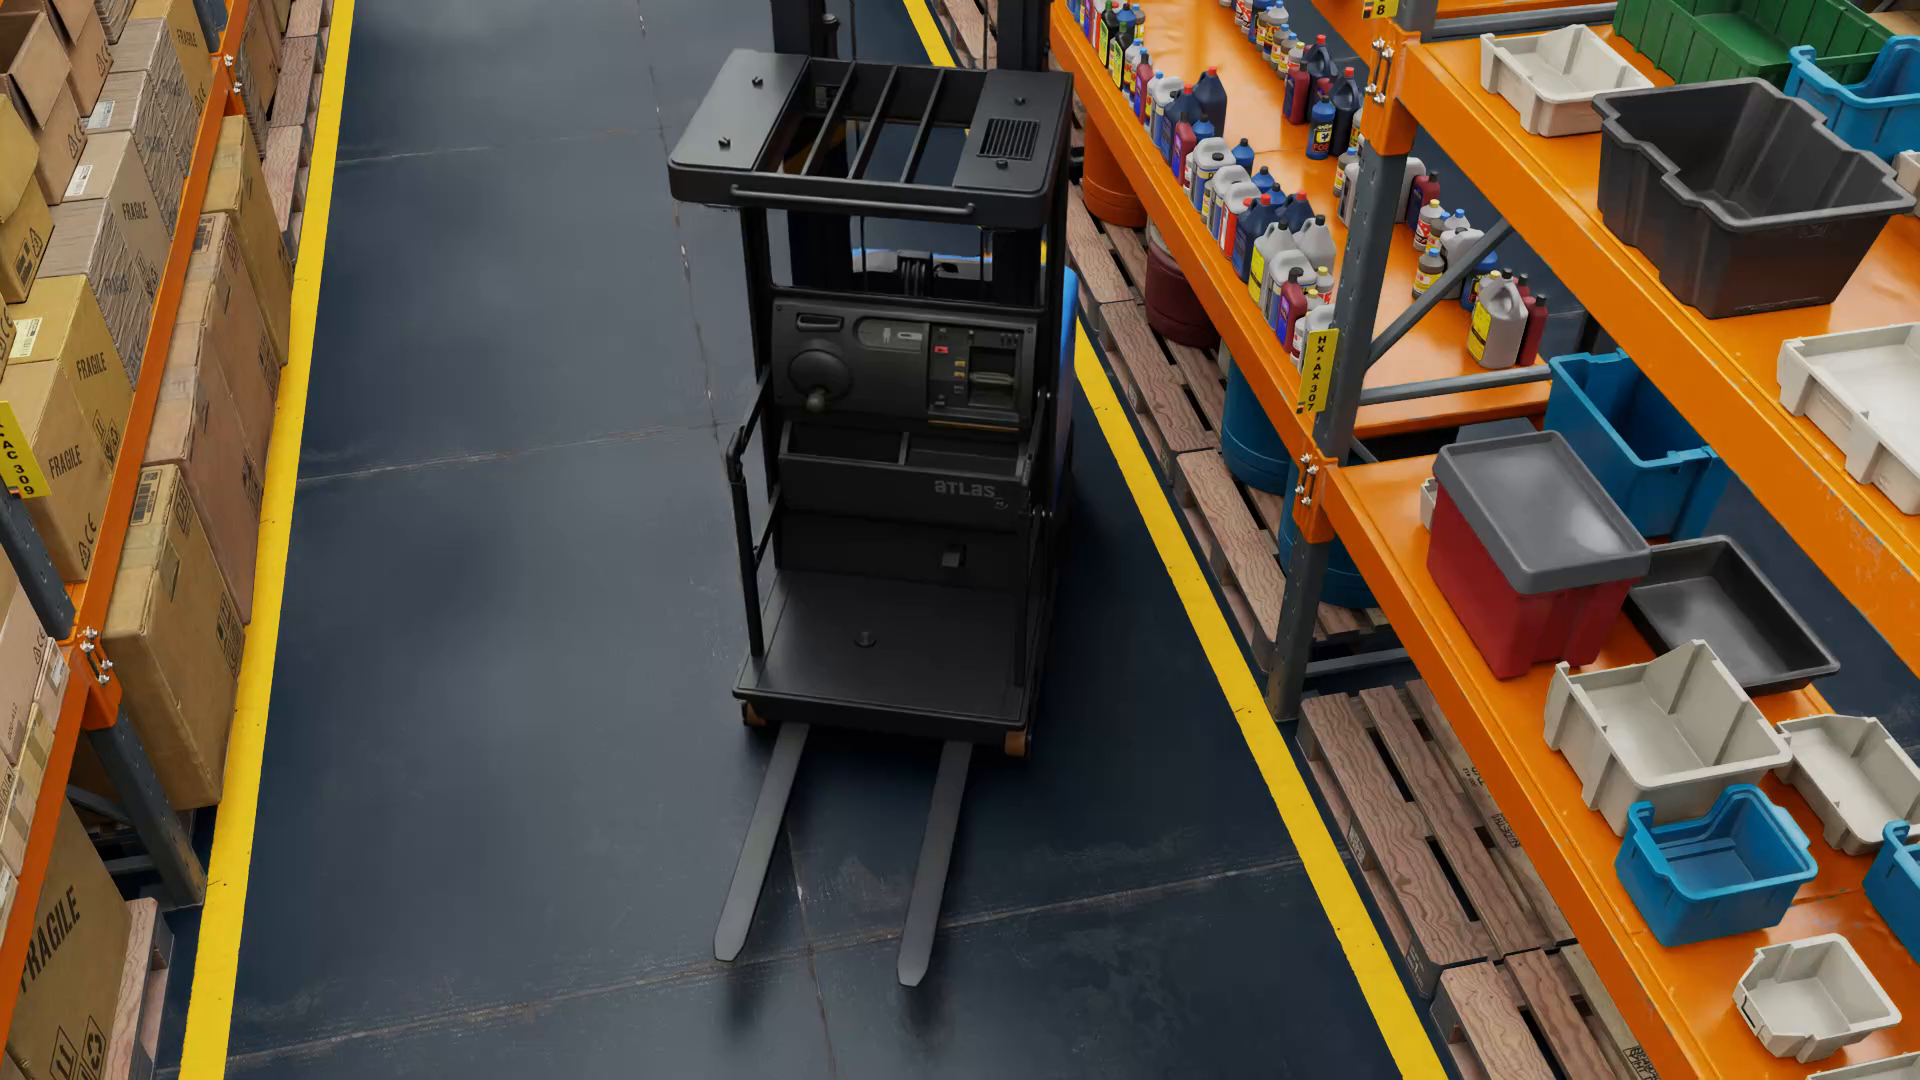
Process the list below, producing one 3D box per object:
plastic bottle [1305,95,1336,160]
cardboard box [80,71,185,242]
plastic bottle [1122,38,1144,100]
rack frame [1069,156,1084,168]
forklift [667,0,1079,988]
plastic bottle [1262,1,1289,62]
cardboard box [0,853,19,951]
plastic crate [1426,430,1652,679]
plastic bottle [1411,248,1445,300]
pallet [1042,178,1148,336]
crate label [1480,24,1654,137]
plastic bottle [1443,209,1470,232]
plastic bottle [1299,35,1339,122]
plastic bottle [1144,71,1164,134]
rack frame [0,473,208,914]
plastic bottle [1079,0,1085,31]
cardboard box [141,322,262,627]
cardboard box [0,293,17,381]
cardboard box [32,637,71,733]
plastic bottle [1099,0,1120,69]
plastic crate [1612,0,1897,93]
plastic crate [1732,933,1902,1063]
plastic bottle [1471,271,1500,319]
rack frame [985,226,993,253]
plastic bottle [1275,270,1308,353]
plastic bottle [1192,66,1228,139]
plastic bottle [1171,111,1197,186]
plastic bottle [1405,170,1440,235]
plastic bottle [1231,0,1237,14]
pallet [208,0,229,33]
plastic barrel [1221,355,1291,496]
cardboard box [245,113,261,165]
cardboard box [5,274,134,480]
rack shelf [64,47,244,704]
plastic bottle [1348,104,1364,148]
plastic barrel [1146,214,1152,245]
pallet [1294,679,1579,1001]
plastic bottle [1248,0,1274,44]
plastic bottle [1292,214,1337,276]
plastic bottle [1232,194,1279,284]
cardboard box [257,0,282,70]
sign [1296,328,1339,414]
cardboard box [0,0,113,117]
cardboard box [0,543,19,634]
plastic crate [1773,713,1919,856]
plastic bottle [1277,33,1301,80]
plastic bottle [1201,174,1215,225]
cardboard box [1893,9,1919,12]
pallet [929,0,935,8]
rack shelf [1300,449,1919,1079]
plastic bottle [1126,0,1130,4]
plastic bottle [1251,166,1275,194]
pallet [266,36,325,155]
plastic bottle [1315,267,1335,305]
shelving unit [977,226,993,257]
[{"bbox_3d":[1.537,-1.761,7.071,0.097,0.271,0.097,0,42,0],"label":"plastic bottle"},{"bbox_3d":[-3.438,-1.495,6.599,0.500,0.500,0.500,-10,42,-11],"label":"cardboard box"},{"bbox_3d":[0.787,-2.122,7.478,0.097,0.271,0.097,0,42,0],"label":"plastic bottle"},{"bbox_3d":[0.832,-3.112,8.496,1.000,3.000,0.127,-8,42,-9],"label":"rack frame"},{"bbox_3d":[-0.230,-0.530,5.639,1.130,2.935,3.031,6,42,7],"label":"forklift"},{"bbox_3d":[1.477,-2.383,7.772,0.097,0.271,0.097,0,42,0],"label":"plastic bottle"},{"bbox_3d":[-2.588,0.935,4.126,0.380,0.149,0.250,-8,42,-8],"label":"cardboard box"},{"bbox_3d":[1.644,0.049,4.841,0.402,0.464,0.583,-8,42,-9],"label":"plastic crate"},{"bbox_3d":[1.771,-1.006,6.274,0.097,0.201,0.097,0,42,0],"label":"plastic bottle"},{"bbox_3d":[1.043,-1.564,8.853,1.003,0.211,1.213,-8,42,-9],"label":"pallet"},{"bbox_3d":[1.519,-1.184,4.263,0.293,0.136,0.466,-8,42,-9],"label":"crate label"},{"bbox_3d":[1.891,-1.142,6.374,0.097,0.271,0.097,0,42,0],"label":"plastic bottle"},{"bbox_3d":[1.577,-2.042,7.328,0.144,0.351,0.185,-8,42,-9],"label":"plastic bottle"},{"bbox_3d":[0.858,-1.909,7.238,0.097,0.271,0.097,0,42,0],"label":"plastic bottle"},{"bbox_3d":[-3.141,0.191,4.776,1.000,3.000,0.127,-8,42,-9],"label":"rack frame"},{"bbox_3d":[0.629,-2.568,8.034,0.097,0.201,0.097,0,42,0],"label":"plastic bottle"},{"bbox_3d":[-3.492,-0.163,6.458,1.225,0.875,0.875,-10,43,-11],"label":"cardboard box"},{"bbox_3d":[-3.286,-0.635,4.874,0.797,0.503,0.637,-9,42,-10],"label":"cardboard box"},{"bbox_3d":[-2.755,0.435,4.689,0.380,0.149,0.250,-8,42,-9],"label":"cardboard box"},{"bbox_3d":[0.694,-2.348,7.723,0.061,0.283,0.133,-8,42,-9],"label":"plastic bottle"},{"bbox_3d":[2.082,-1.330,4.389,0.450,0.188,0.662,-8,42,-9],"label":"plastic crate"},{"bbox_3d":[1.992,1.091,3.915,0.298,0.136,0.250,-8,42,-9],"label":"plastic crate"},{"bbox_3d":[1.962,-0.902,6.156,0.097,0.201,0.097,0,42,0],"label":"plastic bottle"},{"bbox_3d":[0.208,-0.970,7.552,0.200,1.050,0.008,6,42,7],"label":"rack frame"},{"bbox_3d":[1.201,-0.828,6.011,0.061,0.283,0.133,-8,42,-9],"label":"plastic bottle"},{"bbox_3d":[1.060,-1.872,7.137,0.144,0.351,0.185,-8,42,-9],"label":"plastic bottle"},{"bbox_3d":[0.934,-1.629,6.914,0.061,0.283,0.133,-8,42,-9],"label":"plastic bottle"},{"bbox_3d":[1.841,-1.350,6.599,0.061,0.283,0.133,-8,42,-9],"label":"plastic bottle"},{"bbox_3d":[1.386,-2.717,8.140,0.061,0.283,0.133,-8,42,-9],"label":"plastic bottle"},{"bbox_3d":[-4.262,-2.777,8.263,1.213,0.211,1.003,-8,42,-9],"label":"pallet"},{"bbox_3d":[1.442,-0.705,7.049,0.600,0.901,0.708,-8,42,-9],"label":"plastic barrel"},{"bbox_3d":[-4.168,-2.063,8.866,0.700,0.500,0.500,-10,43,-12],"label":"cardboard box"},{"bbox_3d":[-3.105,-0.506,5.486,0.500,0.500,0.500,-8,42,-9],"label":"cardboard box"},{"bbox_3d":[-3.572,-0.837,6.475,1.077,0.370,4.000,-8,42,-9],"label":"rack shelf"},{"bbox_3d":[1.699,-1.718,7.023,0.097,0.271,0.097,0,42,0],"label":"plastic bottle"},{"bbox_3d":[1.164,-1.671,8.430,0.421,0.512,0.421,0,42,0],"label":"plastic barrel"},{"bbox_3d":[1.892,0.995,5.970,1.003,0.211,1.213,-8,42,-9],"label":"pallet"},{"bbox_3d":[1.435,-2.509,7.914,0.097,0.271,0.097,0,42,0],"label":"plastic bottle"},{"bbox_3d":[1.319,-1.070,6.233,0.144,0.351,0.185,-8,42,-9],"label":"plastic bottle"},{"bbox_3d":[1.138,-1.169,6.345,0.144,0.351,0.185,-8,42,-9],"label":"plastic bottle"},{"bbox_3d":[-4.550,-3.149,10.090,0.700,0.500,0.500,-12,43,-13],"label":"cardboard box"},{"bbox_3d":[1.158,-0.545,5.396,0.100,0.325,0.005,-8,42,-9],"label":"sign"},{"bbox_3d":[-3.724,-1.916,6.317,0.797,0.503,0.637,-7,42,-8],"label":"cardboard box"},{"bbox_3d":[-2.780,0.115,4.185,0.500,0.500,0.500,-7,42,-8],"label":"cardboard box"},{"bbox_3d":[2.365,0.643,4.420,0.293,0.136,0.466,-8,42,-9],"label":"plastic crate"},{"bbox_3d":[1.519,-2.231,7.653,0.097,0.201,0.097,0,42,0],"label":"plastic bottle"},{"bbox_3d":[1.026,-1.376,6.690,0.097,0.201,0.097,0,42,0],"label":"plastic bottle"},{"bbox_3d":[5.843,-3.329,10.496,0.500,0.250,0.500,-8,42,-9],"label":"cardboard box"},{"bbox_3d":[0.176,-4.158,11.775,1.003,0.211,1.213,-8,42,-9],"label":"pallet"},{"bbox_3d":[2.127,1.047,4.353,1.077,0.370,4.000,-8,42,-9],"label":"rack shelf"},{"bbox_3d":[0.759,-2.760,8.194,0.152,0.276,0.135,-8,42,-9],"label":"plastic bottle"},{"bbox_3d":[1.196,-1.361,6.620,0.097,0.271,0.097,0,42,0],"label":"plastic bottle"},{"bbox_3d":[-4.431,-2.655,10.082,1.003,0.211,1.213,-8,42,-9],"label":"pallet"},{"bbox_3d":[1.334,-0.921,6.177,0.097,0.201,0.097,0,42,0],"label":"plastic bottle"},{"bbox_3d":[0.189,-0.890,7.462,0.215,1.050,0.252,6,42,7],"label":"shelving unit"}]
